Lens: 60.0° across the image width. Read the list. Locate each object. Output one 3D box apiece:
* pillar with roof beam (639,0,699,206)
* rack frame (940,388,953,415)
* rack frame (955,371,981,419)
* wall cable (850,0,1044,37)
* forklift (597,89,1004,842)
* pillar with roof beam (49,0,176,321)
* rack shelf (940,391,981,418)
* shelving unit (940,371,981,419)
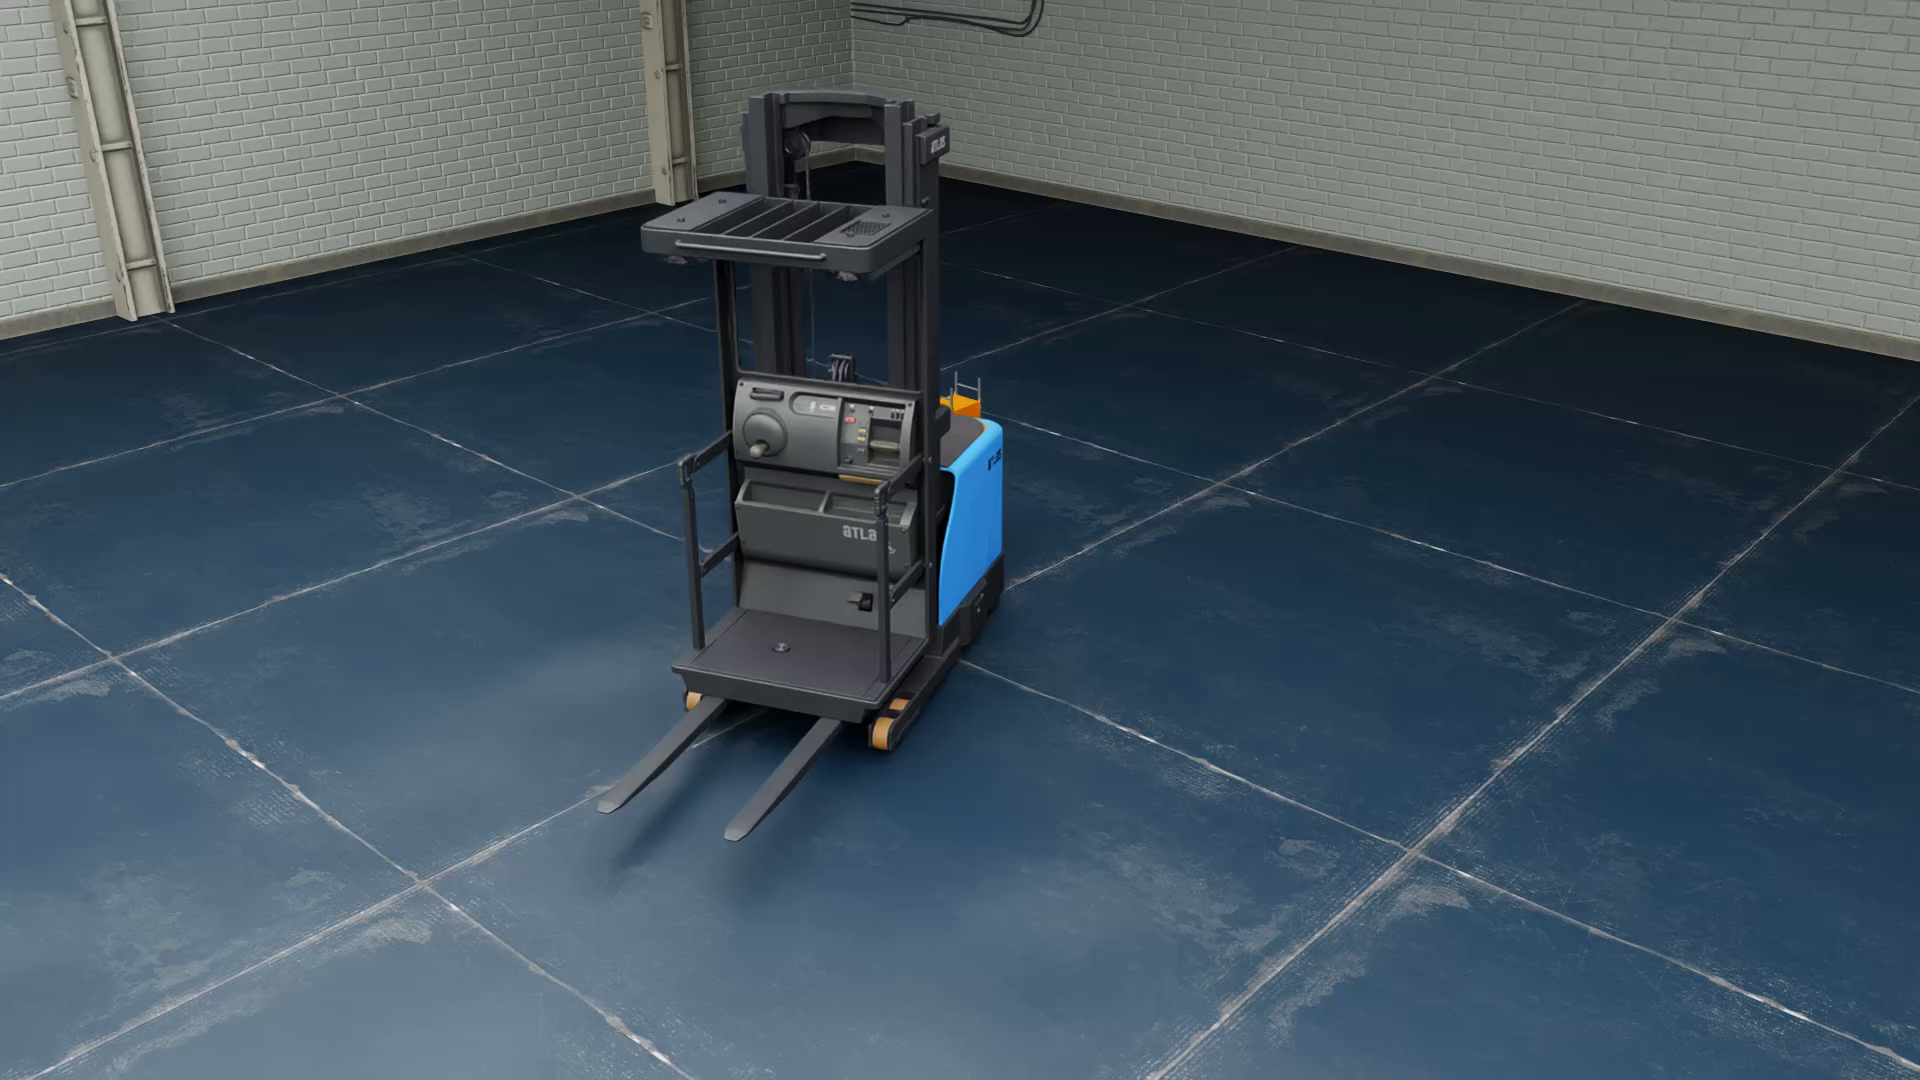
[{"bbox_3d":[0.000,-6.768,14.345,9.100,9.000,0.400,20,31,38],"label":"pillar with roof beam"},{"bbox_3d":[-0.117,-0.426,9.916,0.200,1.050,0.008,20,31,38],"label":"rack frame"},{"bbox_3d":[0.046,-0.500,10.082,0.200,1.050,0.008,20,31,38],"label":"rack frame"},{"bbox_3d":[-0.255,-7.063,18.798,3.097,2.526,0.112,20,31,38],"label":"wall cable"},{"bbox_3d":[-0.729,-0.511,7.808,1.130,2.935,3.031,8,25,18],"label":"forklift"},{"bbox_3d":[-4.004,-4.940,10.268,9.100,9.000,0.400,20,31,38],"label":"pillar with roof beam"},{"bbox_3d":[-0.036,-0.712,9.887,0.215,0.259,0.240,20,31,38],"label":"rack shelf"},{"bbox_3d":[-0.036,-0.463,9.999,0.215,1.050,0.252,20,31,38],"label":"shelving unit"}]
